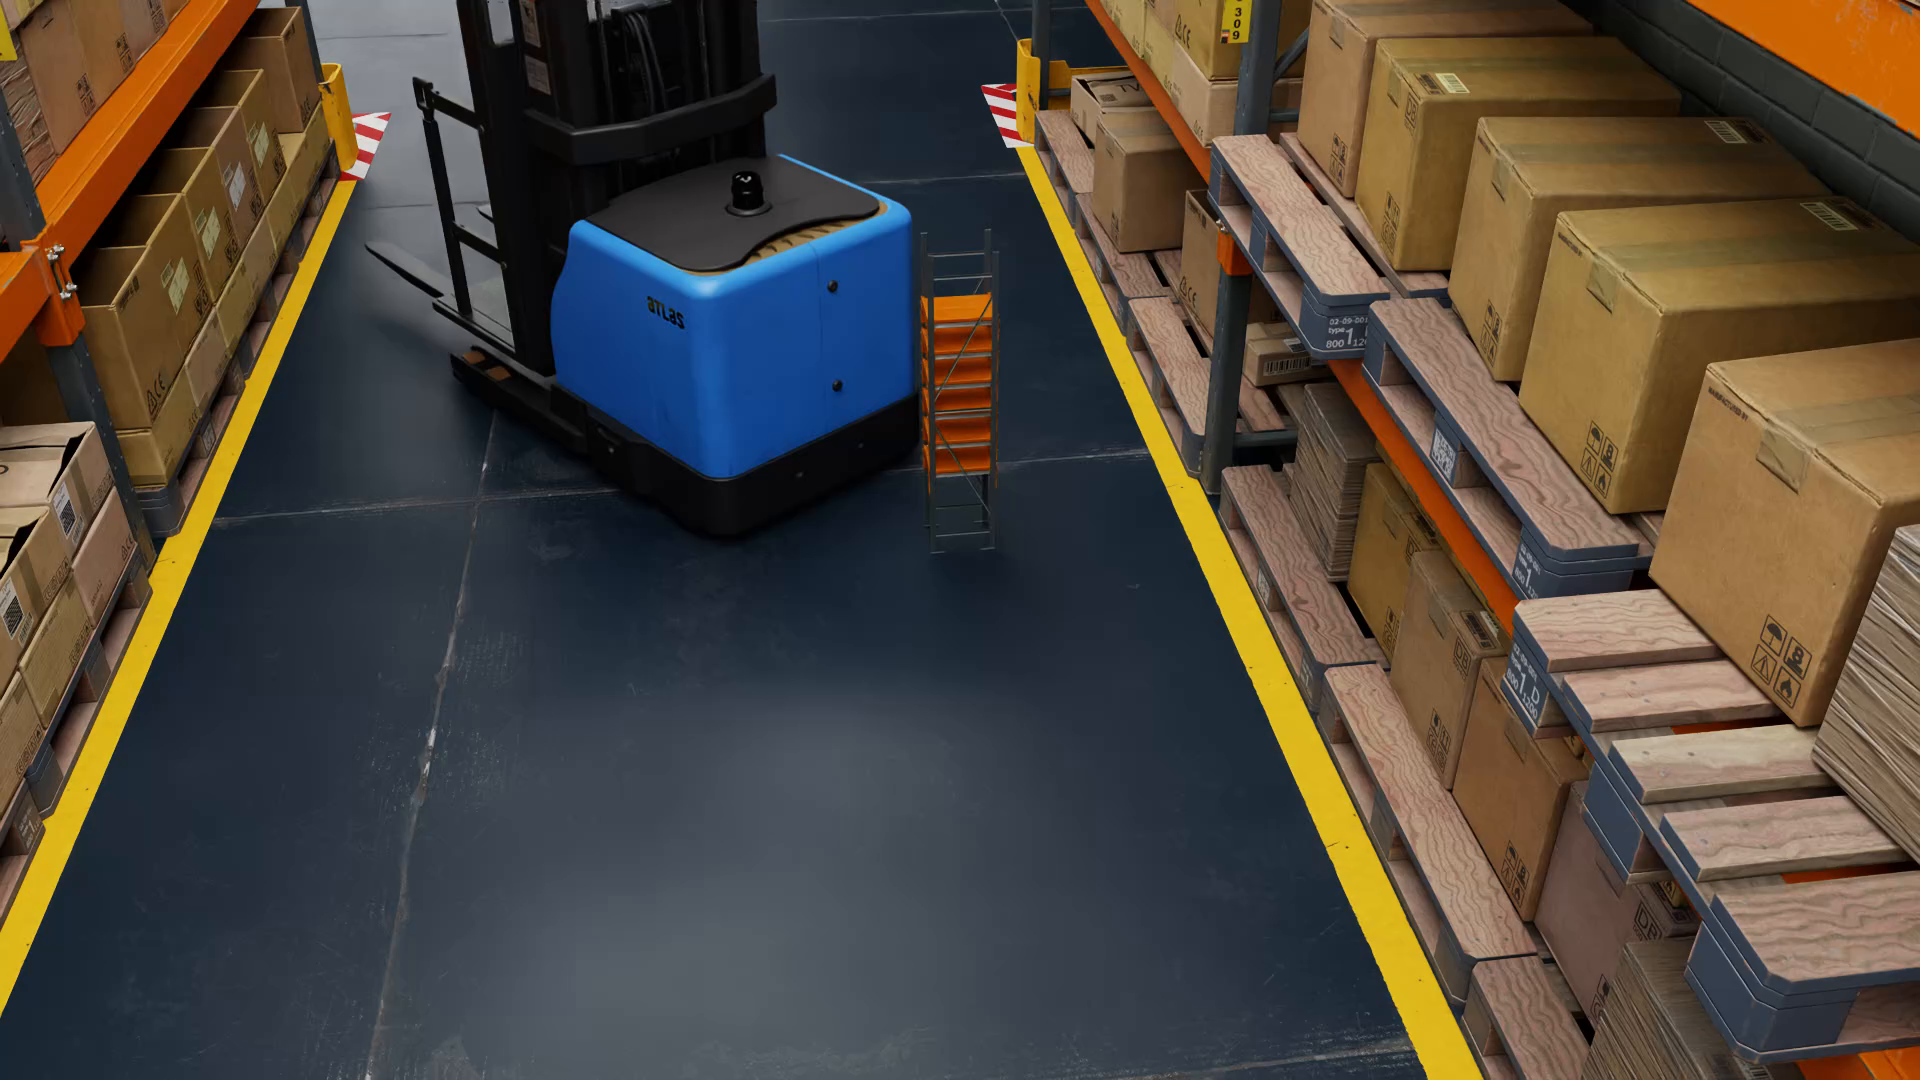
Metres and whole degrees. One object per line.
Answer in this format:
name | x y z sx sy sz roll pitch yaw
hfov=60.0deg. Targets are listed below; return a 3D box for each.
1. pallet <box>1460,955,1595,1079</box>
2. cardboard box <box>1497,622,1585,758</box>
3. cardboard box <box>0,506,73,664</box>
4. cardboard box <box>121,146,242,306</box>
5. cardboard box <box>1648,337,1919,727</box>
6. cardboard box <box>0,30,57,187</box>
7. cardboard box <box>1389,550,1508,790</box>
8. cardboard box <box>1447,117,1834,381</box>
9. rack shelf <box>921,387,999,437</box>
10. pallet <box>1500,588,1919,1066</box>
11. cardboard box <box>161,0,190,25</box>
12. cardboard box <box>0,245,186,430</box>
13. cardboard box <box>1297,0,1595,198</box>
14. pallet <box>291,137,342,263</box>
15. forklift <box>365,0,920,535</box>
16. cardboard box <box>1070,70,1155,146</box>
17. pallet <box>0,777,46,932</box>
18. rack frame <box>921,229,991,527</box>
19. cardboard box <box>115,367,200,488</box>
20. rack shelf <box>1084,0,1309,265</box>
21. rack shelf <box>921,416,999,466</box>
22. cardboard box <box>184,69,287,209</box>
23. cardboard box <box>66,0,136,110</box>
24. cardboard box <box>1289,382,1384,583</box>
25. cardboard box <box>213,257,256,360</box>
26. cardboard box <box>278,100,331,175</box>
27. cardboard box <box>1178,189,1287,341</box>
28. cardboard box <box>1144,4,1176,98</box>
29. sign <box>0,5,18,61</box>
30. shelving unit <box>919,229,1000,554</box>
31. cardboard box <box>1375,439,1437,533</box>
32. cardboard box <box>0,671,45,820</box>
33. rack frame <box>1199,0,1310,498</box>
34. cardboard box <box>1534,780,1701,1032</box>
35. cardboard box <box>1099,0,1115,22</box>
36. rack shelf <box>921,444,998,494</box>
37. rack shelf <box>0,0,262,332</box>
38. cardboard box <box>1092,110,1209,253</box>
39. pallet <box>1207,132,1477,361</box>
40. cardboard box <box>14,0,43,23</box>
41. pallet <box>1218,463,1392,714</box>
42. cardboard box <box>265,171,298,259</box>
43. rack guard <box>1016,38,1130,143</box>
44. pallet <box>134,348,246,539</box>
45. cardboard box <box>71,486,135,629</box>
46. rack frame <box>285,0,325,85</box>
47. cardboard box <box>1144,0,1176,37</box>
pallet | 1.888 1.470 3.905 1.003 0.211 1.213 -4 35 -6
cardboard box | 1.754 0.288 4.327 0.500 0.250 0.500 -5 35 -7
cardboard box | -3.040 0.124 4.975 0.500 0.311 0.500 -3 34 -5
cardboard box | -3.342 -1.289 6.880 0.500 0.500 0.500 -4 35 -6
cardboard box | 1.816 -0.041 3.166 0.700 0.500 0.500 -8 35 -11
cardboard box | -3.521 -1.389 5.536 0.700 0.500 0.500 -5 35 -8
cardboard box | 1.717 0.355 4.895 0.700 0.500 0.500 -4 34 -6
cardboard box | 1.676 -0.737 4.189 0.700 0.500 0.500 0 34 0
rack shelf | -0.002 -0.467 5.949 0.258 0.103 0.180 -4 35 -6
pallet | 1.790 0.444 3.106 1.213 0.211 1.003 -4 35 -6
cardboard box | -3.806 -2.543 7.229 0.700 0.500 0.500 -4 34 -6
cardboard box | -3.207 -0.731 6.061 0.500 0.500 0.500 -4 35 -6
cardboard box | 1.488 -1.415 5.183 0.700 0.500 0.500 -4 35 -6
pallet | -3.849 -1.757 8.641 1.003 0.211 1.213 -4 35 -6
forklift | -1.548 -1.962 6.526 1.130 2.935 3.031 -29 44 -35
cardboard box | 0.919 -2.388 9.088 0.500 0.311 0.500 -8 35 -12
pallet | -3.150 1.142 4.387 1.003 0.211 1.213 -4 35 -6
rack frame | -0.014 -0.555 5.999 0.240 1.200 0.006 -4 35 -6
cardboard box | -3.217 -0.420 6.271 0.500 0.250 0.500 -4 35 -6
rack shelf | 1.184 -2.297 7.596 1.077 0.370 4.000 -4 35 -6
rack shelf | -0.002 -0.368 6.017 0.258 0.103 0.180 -4 35 -6
cardboard box | -3.477 -1.847 7.699 0.500 0.500 0.500 -4 35 -6
cardboard box | -3.662 -1.963 6.379 0.700 0.500 0.500 -4 34 -6
cardboard box | 1.569 -0.218 5.735 0.700 0.500 0.500 -3 34 -5
cardboard box | -3.341 -0.979 7.091 0.500 0.250 0.500 -4 35 -6
cardboard box | -3.628 -2.093 8.727 0.500 0.250 0.500 -4 35 -6
cardboard box | 1.274 -1.203 7.181 0.500 0.500 0.500 -7 35 -10
cardboard box | 1.030 -1.945 6.555 0.500 0.250 0.500 -4 35 -6
sign | -2.919 -1.593 4.966 0.100 0.325 0.005 -4 35 -6
shelving unit | -0.002 -0.504 5.924 0.258 1.200 0.189 -4 35 -6
cardboard box | 1.631 -0.282 5.163 0.500 0.250 0.500 -5 35 -7
cardboard box | -2.976 0.639 4.717 0.500 0.250 0.500 -4 34 -5
rack frame | 1.453 -1.478 5.755 1.000 3.000 0.127 -4 35 -6
cardboard box | 1.889 0.911 4.079 0.700 0.500 0.500 -4 35 -6
cardboard box | 0.879 -2.505 7.377 0.500 0.250 0.500 -4 34 -6
rack shelf | -0.002 -0.269 6.084 0.258 0.103 0.180 -4 35 -6
rack shelf | -3.724 -1.920 7.042 1.077 0.370 4.000 -4 35 -6
cardboard box | 1.045 -1.735 7.961 0.700 0.500 0.500 -6 35 -9
pallet | 1.412 -0.961 5.168 1.003 0.211 1.213 -4 35 -6
cardboard box | -3.369 -1.859 5.649 0.380 0.149 0.250 -5 35 -8
pallet | 1.559 0.108 5.903 1.003 0.211 1.213 -4 35 -6
cardboard box | -3.480 -1.537 7.910 0.500 0.250 0.500 -4 35 -6
rack guard | 0.926 -2.635 9.673 1.175 0.500 0.348 -4 35 -6
pallet | -3.520 -0.396 6.643 1.003 0.211 1.213 -4 35 -6
cardboard box | -3.112 0.071 5.551 0.500 0.250 0.500 -5 35 -7
rack frame | -3.993 -3.333 8.477 1.000 3.000 0.127 -4 35 -6
cardboard box | 1.010 -2.253 6.342 0.500 0.500 0.500 -5 35 -7
